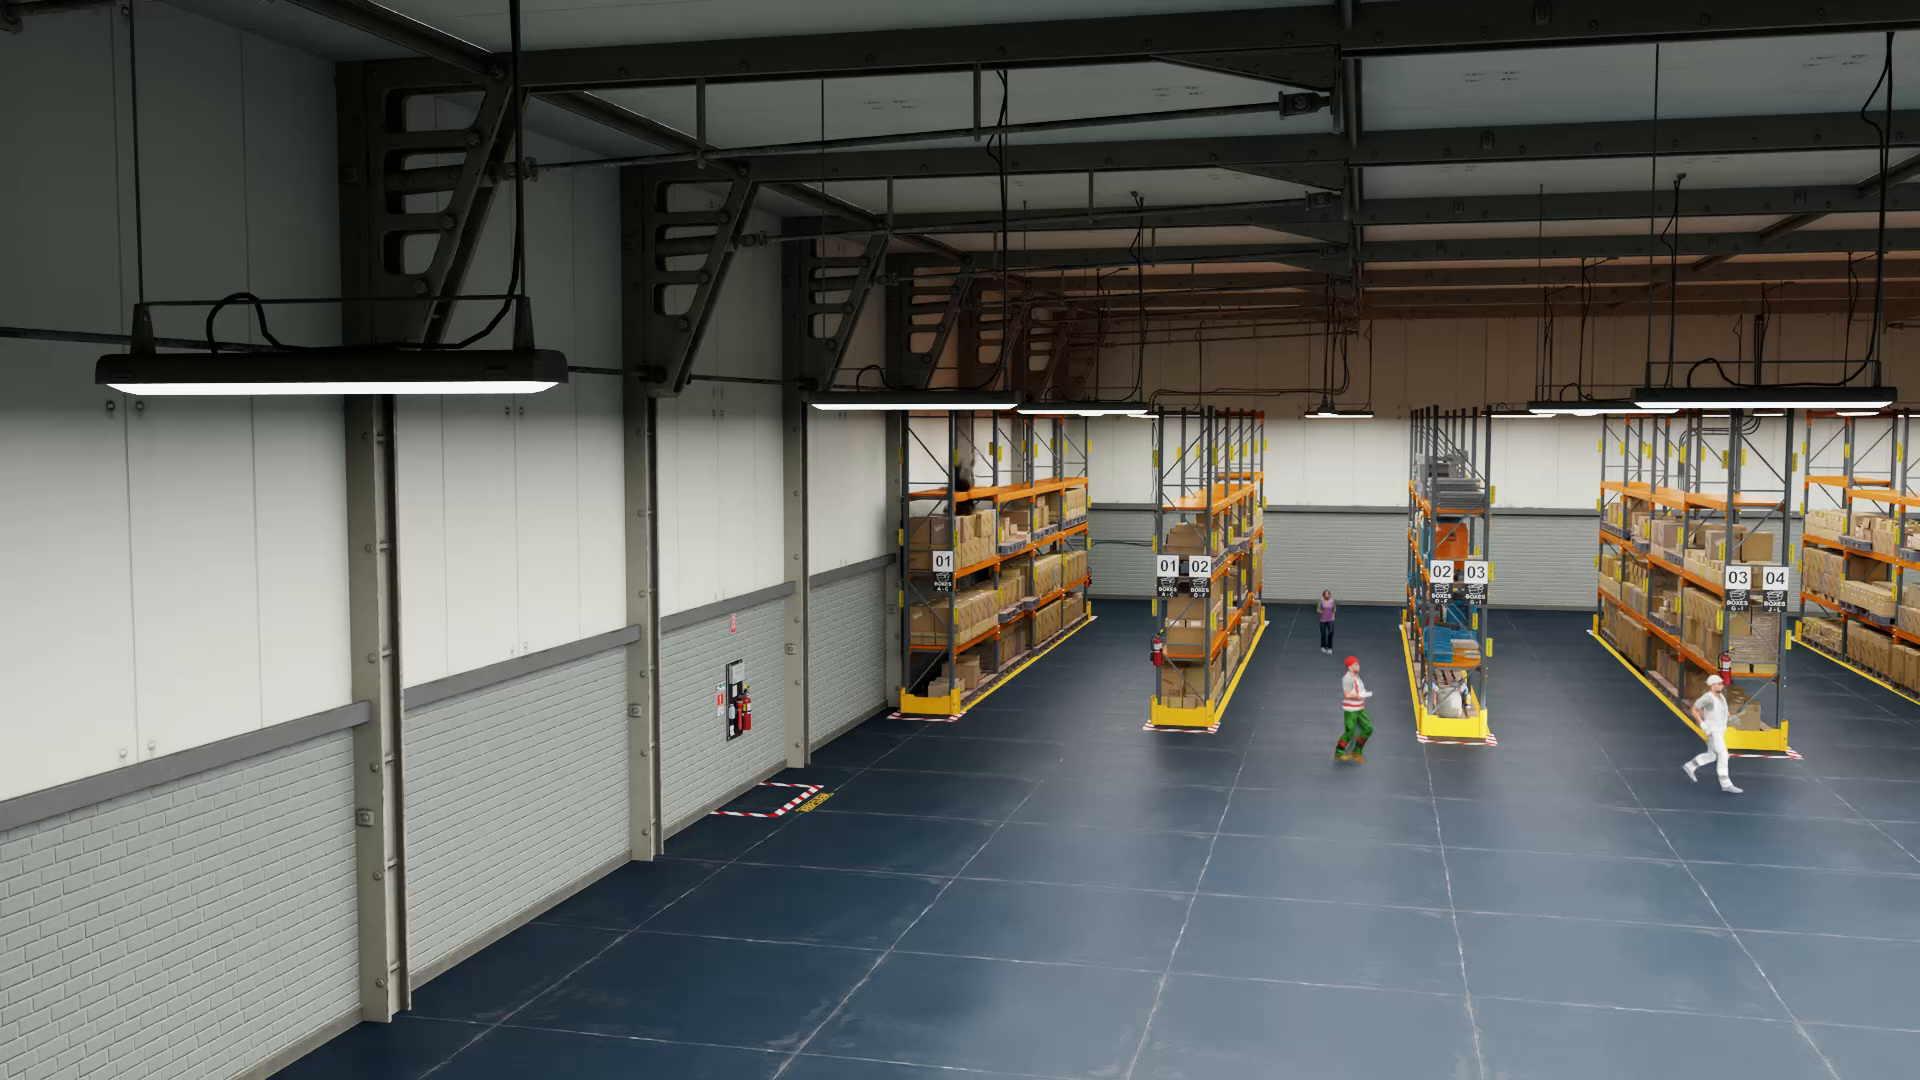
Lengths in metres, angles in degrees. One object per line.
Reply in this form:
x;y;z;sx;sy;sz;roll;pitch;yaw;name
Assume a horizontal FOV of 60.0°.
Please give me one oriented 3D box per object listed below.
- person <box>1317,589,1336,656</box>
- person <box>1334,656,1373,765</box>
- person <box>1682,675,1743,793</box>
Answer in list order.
8.969;2.016;40.701;0.489;1.625;0.711;0;4;6;person
6.587;2.848;27.688;0.689;1.820;0.631;3;5;39;person
11.651;2.965;25.730;0.678;1.768;0.976;-4;5;-41;person
